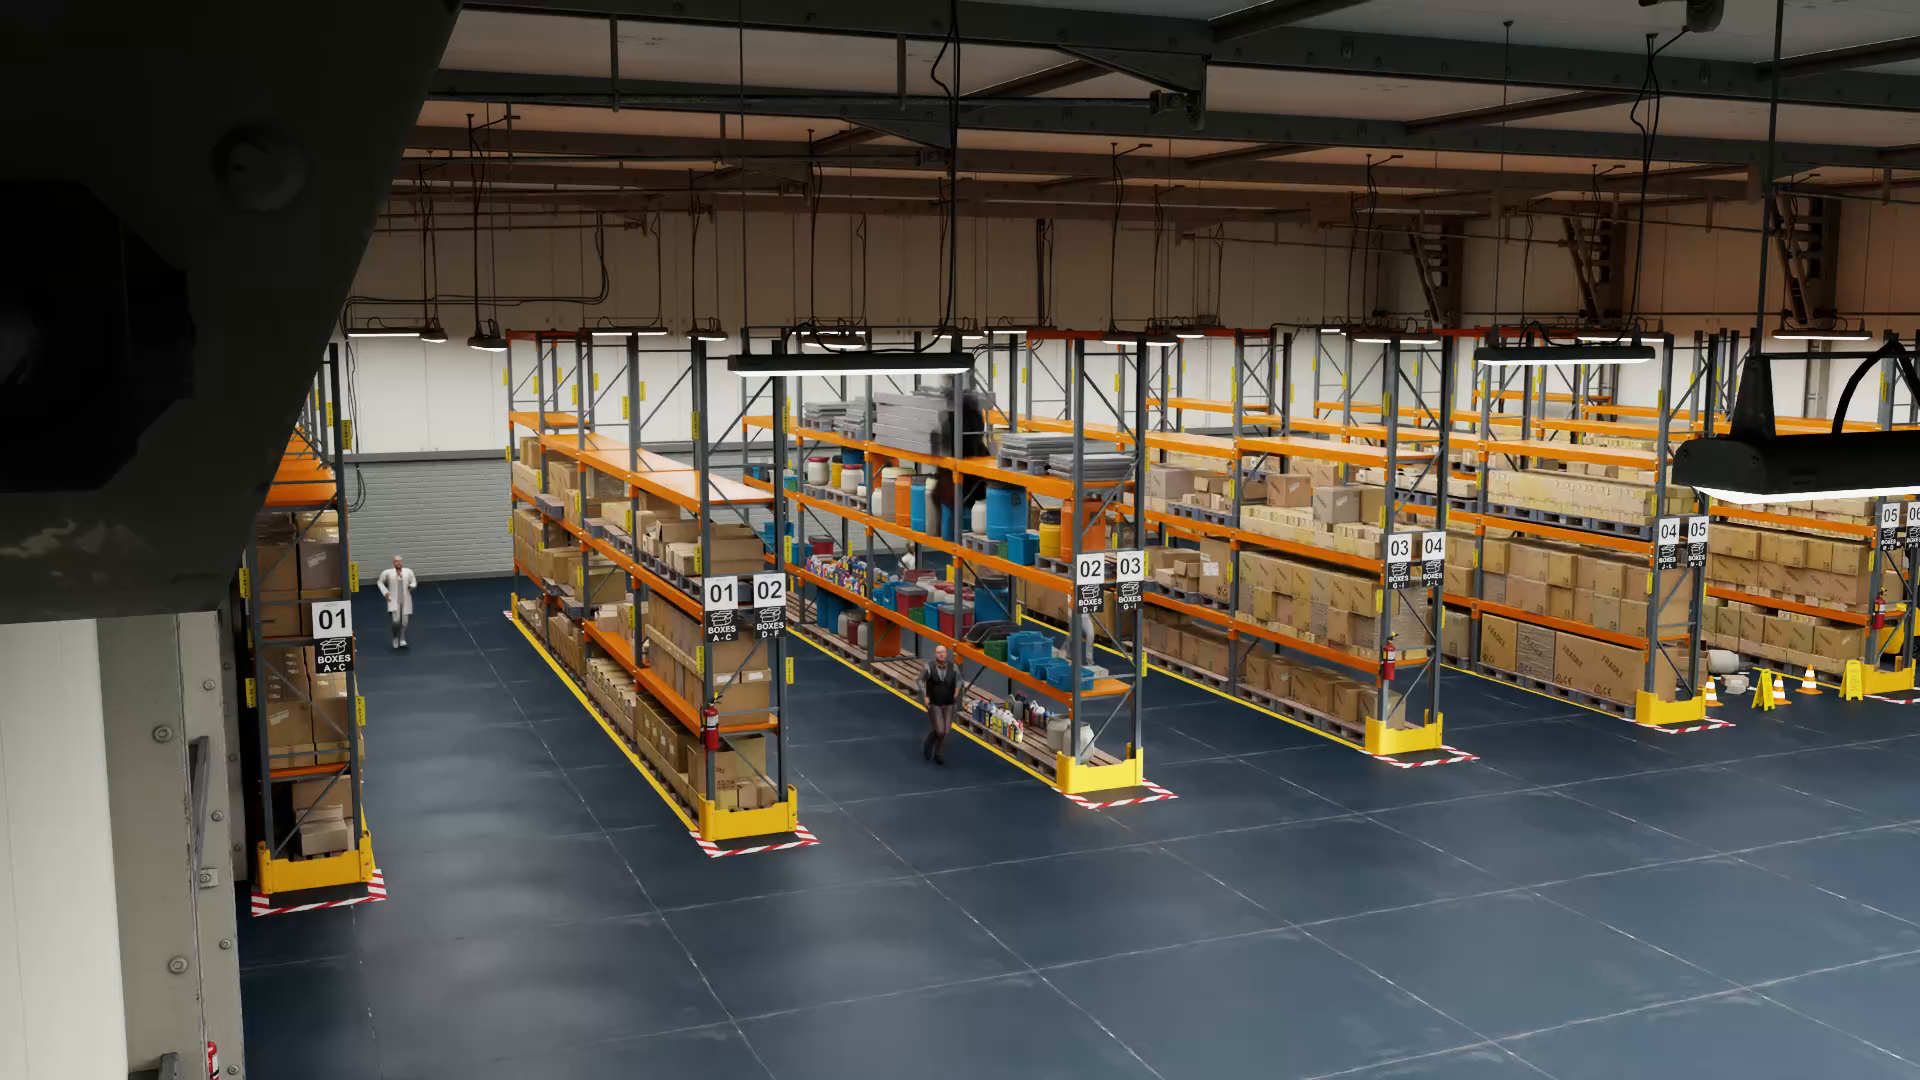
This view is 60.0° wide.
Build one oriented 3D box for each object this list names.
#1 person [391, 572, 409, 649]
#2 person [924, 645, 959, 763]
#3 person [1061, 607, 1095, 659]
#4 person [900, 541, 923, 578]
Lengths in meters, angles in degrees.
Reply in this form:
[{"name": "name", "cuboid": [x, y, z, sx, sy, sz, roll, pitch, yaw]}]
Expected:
[{"name": "person", "cuboid": [-10.627, 1.301, 31.562, 0.607, 1.523, 0.579, -4, 9, -29]}, {"name": "person", "cuboid": [-0.257, 2.324, 23.380, 0.519, 1.691, 0.585, -2, 8, -15]}, {"name": "person", "cuboid": [2.151, 1.454, 30.137, 0.451, 1.321, 0.812, -5, 9, -34]}, {"name": "person", "cuboid": [-0.984, 0.836, 34.527, 0.551, 1.650, 0.560, -5, 9, -31]}]
